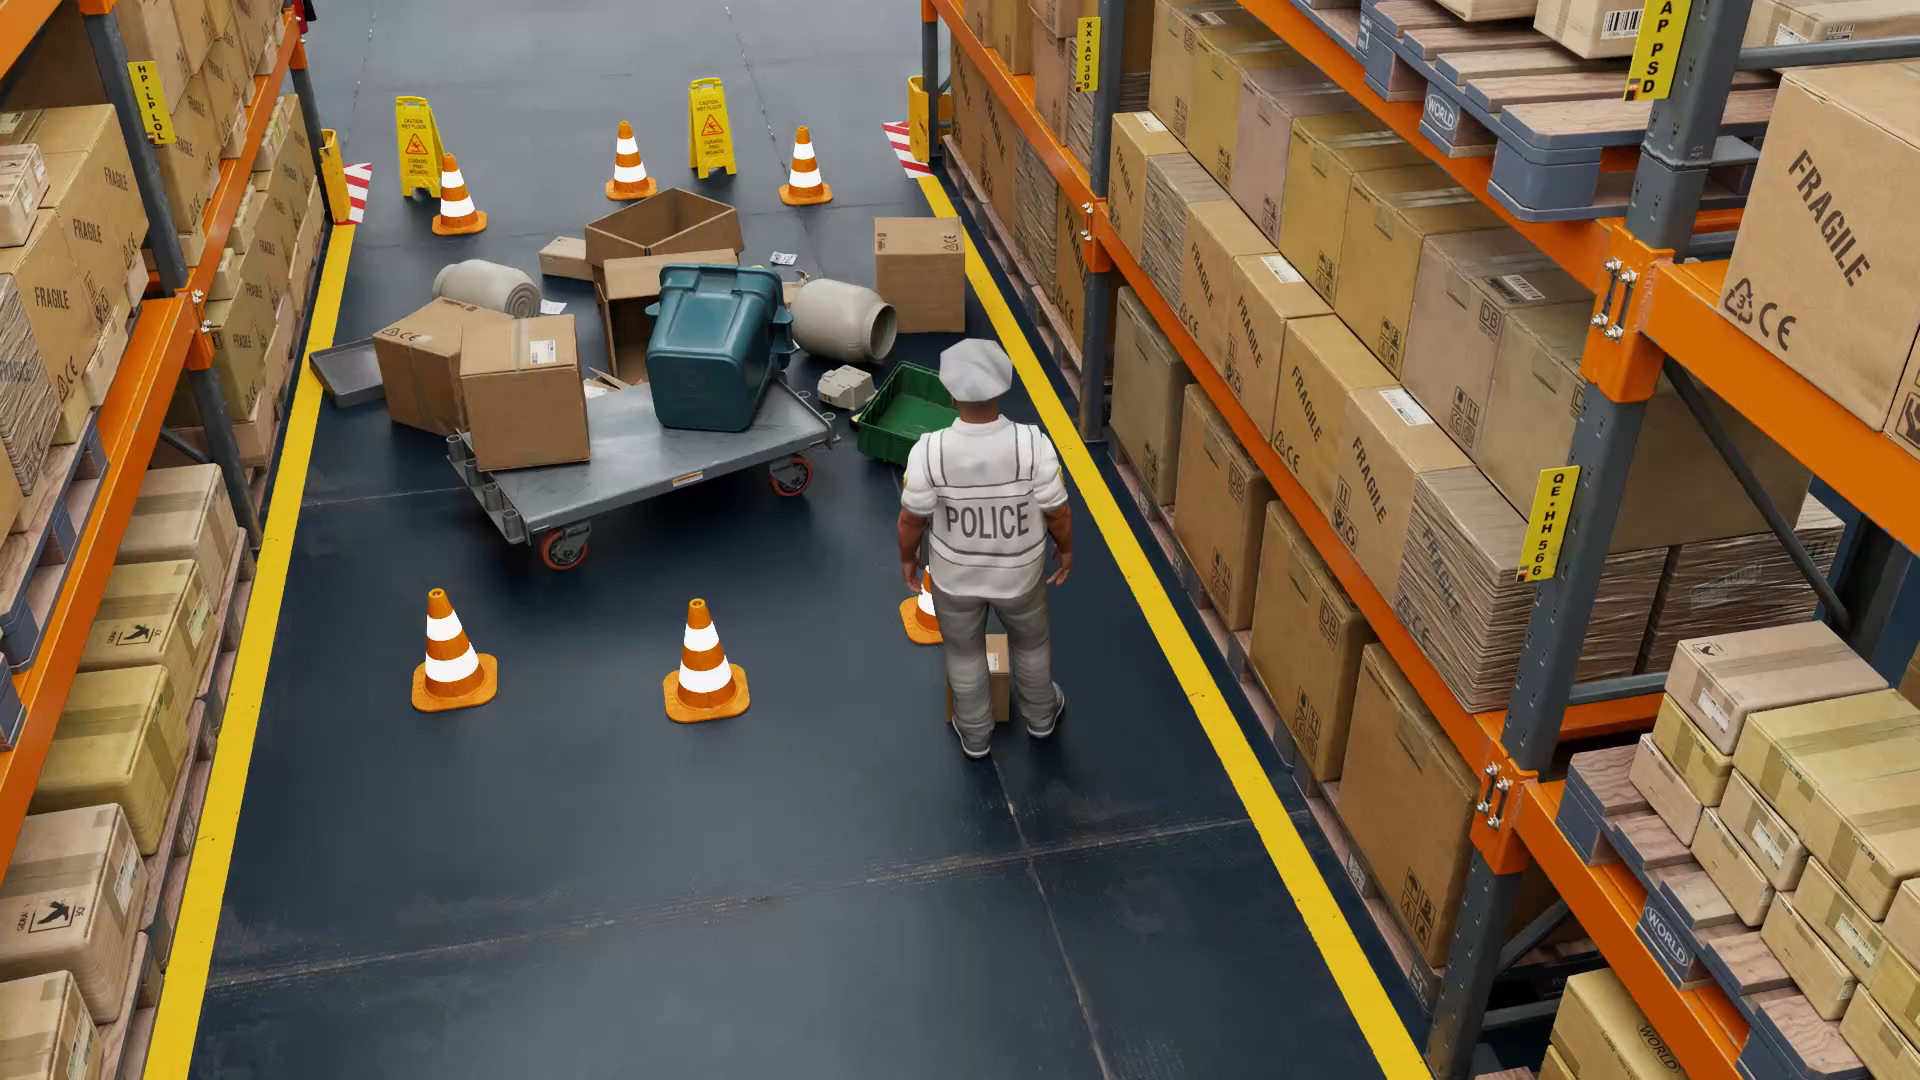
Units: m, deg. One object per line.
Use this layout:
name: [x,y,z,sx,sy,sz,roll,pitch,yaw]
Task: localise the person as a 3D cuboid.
person: [0.100,0.031,6.047,0.641,1.781,0.573,0,34,0]
